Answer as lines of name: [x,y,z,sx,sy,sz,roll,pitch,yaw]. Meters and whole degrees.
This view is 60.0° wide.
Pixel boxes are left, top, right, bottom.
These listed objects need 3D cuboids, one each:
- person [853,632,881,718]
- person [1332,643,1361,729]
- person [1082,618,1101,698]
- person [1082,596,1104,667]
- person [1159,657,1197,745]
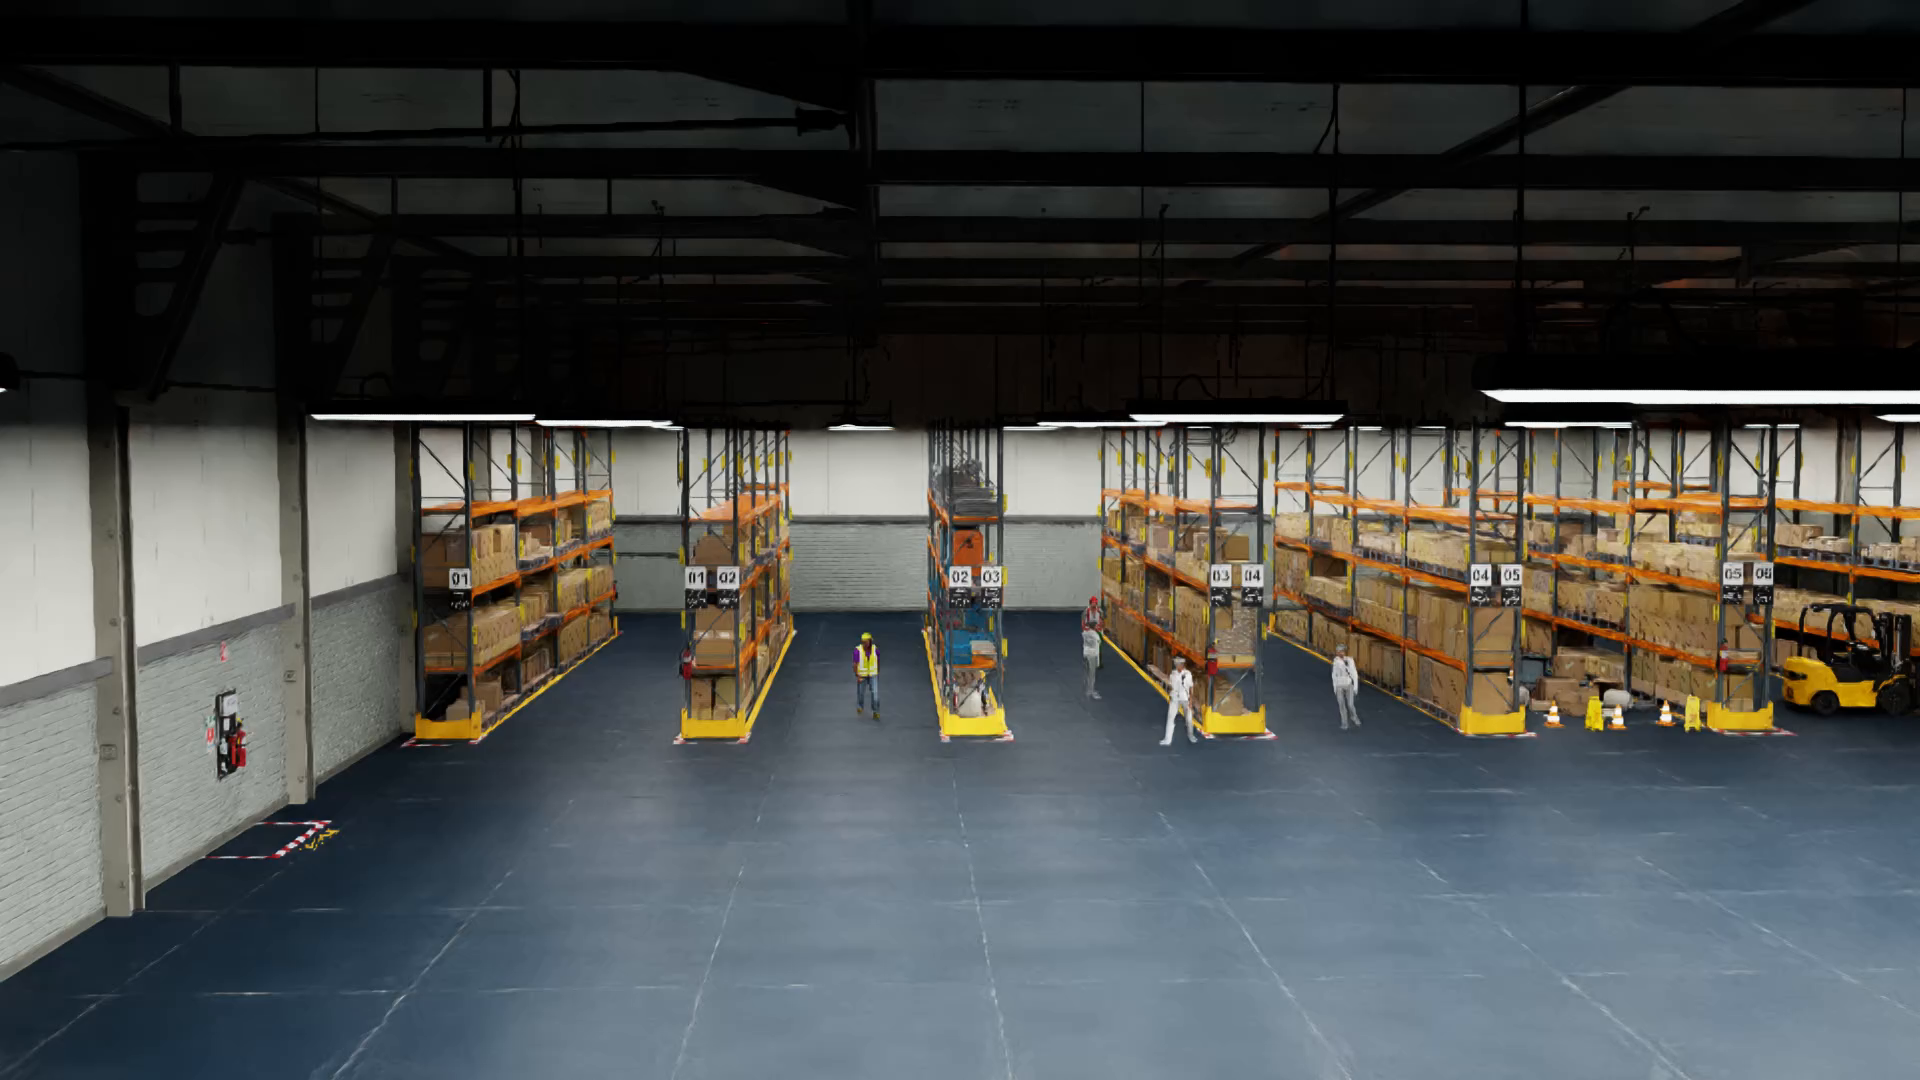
person: [-1.869,2.688,33.288,0.569,1.709,1.034,-1,4,-11]
person: [7.445,2.802,32.071,0.533,1.664,0.506,3,5,35]
person: [2.867,2.532,35.824,0.431,1.684,0.555,-2,4,-32]
person: [3.239,2.213,40.478,0.553,1.709,1.123,0,4,0]
person: [4.017,2.923,30.377,0.500,1.620,0.913,2,4,26]
